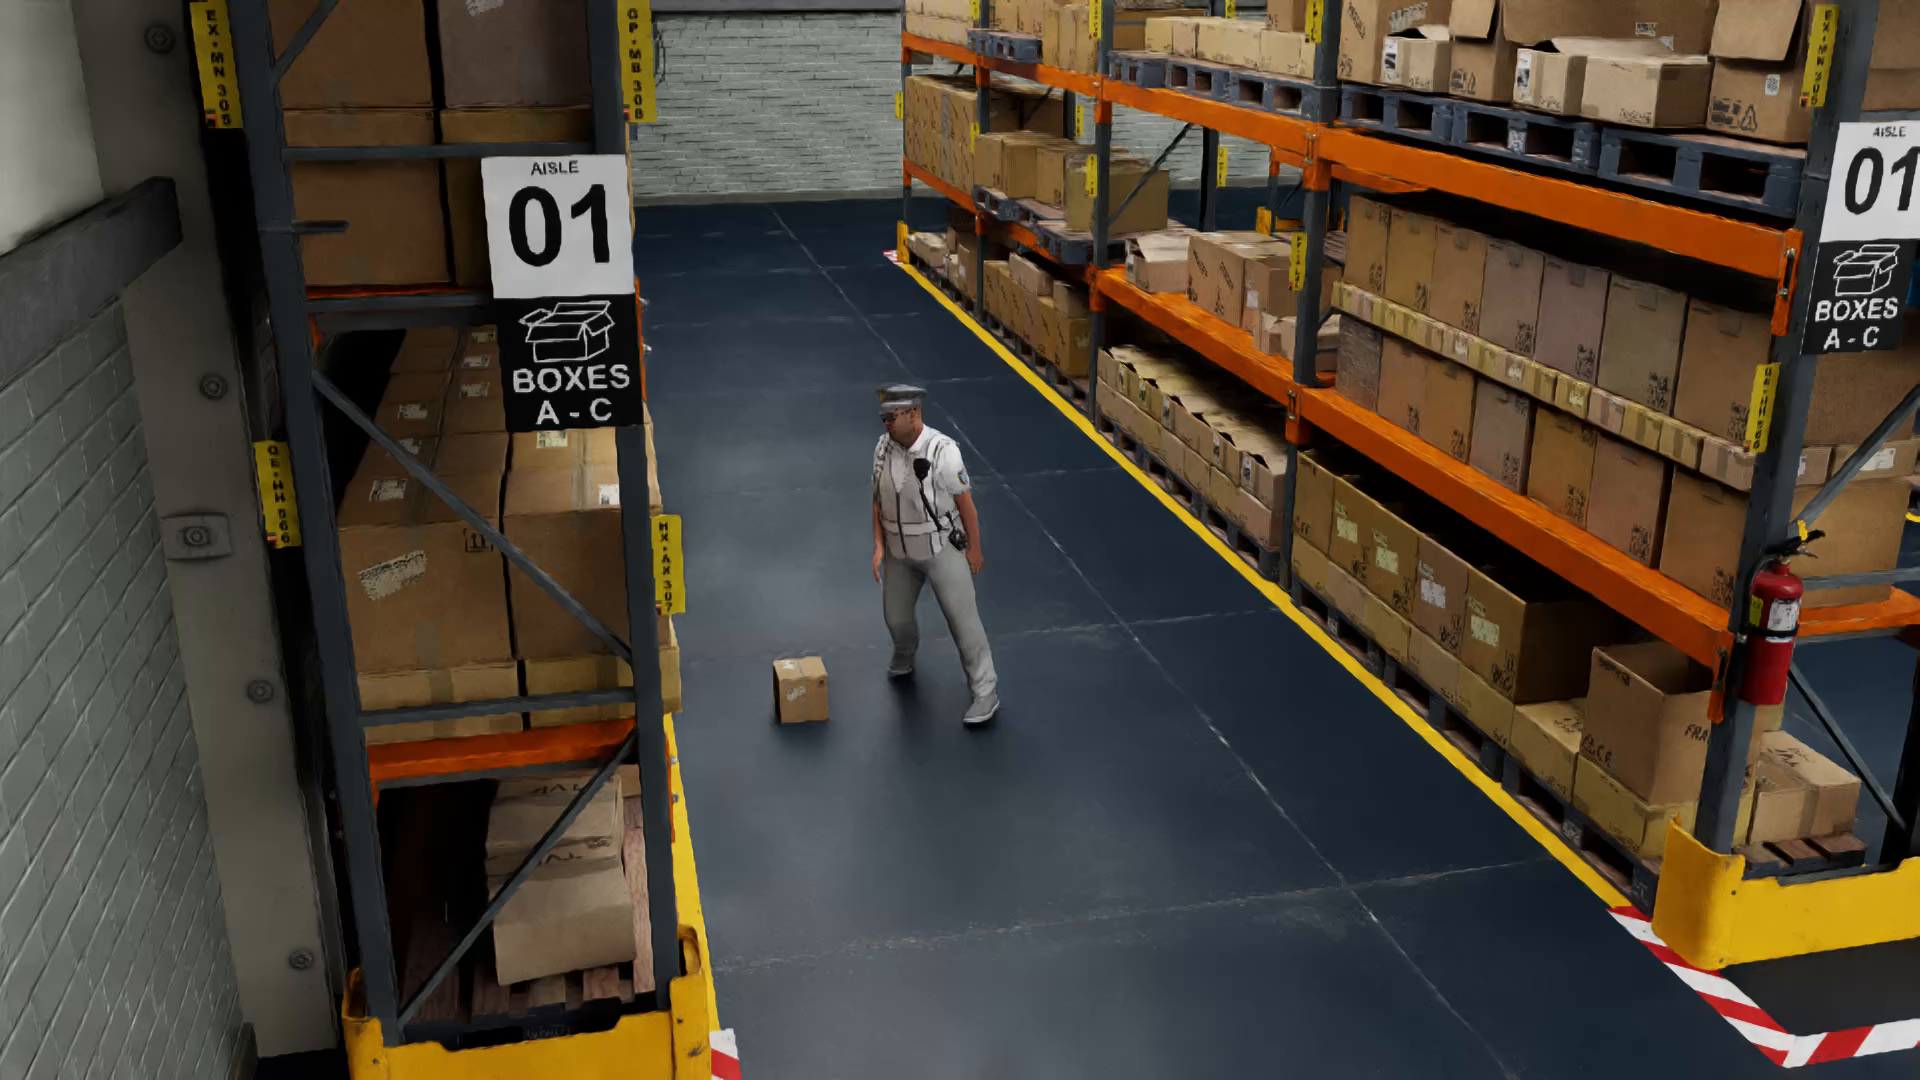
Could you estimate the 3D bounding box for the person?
[{"bbox_3d":[-0.111,0.024,8.545,0.827,1.695,0.603,11,22,29],"label":"person"}]
